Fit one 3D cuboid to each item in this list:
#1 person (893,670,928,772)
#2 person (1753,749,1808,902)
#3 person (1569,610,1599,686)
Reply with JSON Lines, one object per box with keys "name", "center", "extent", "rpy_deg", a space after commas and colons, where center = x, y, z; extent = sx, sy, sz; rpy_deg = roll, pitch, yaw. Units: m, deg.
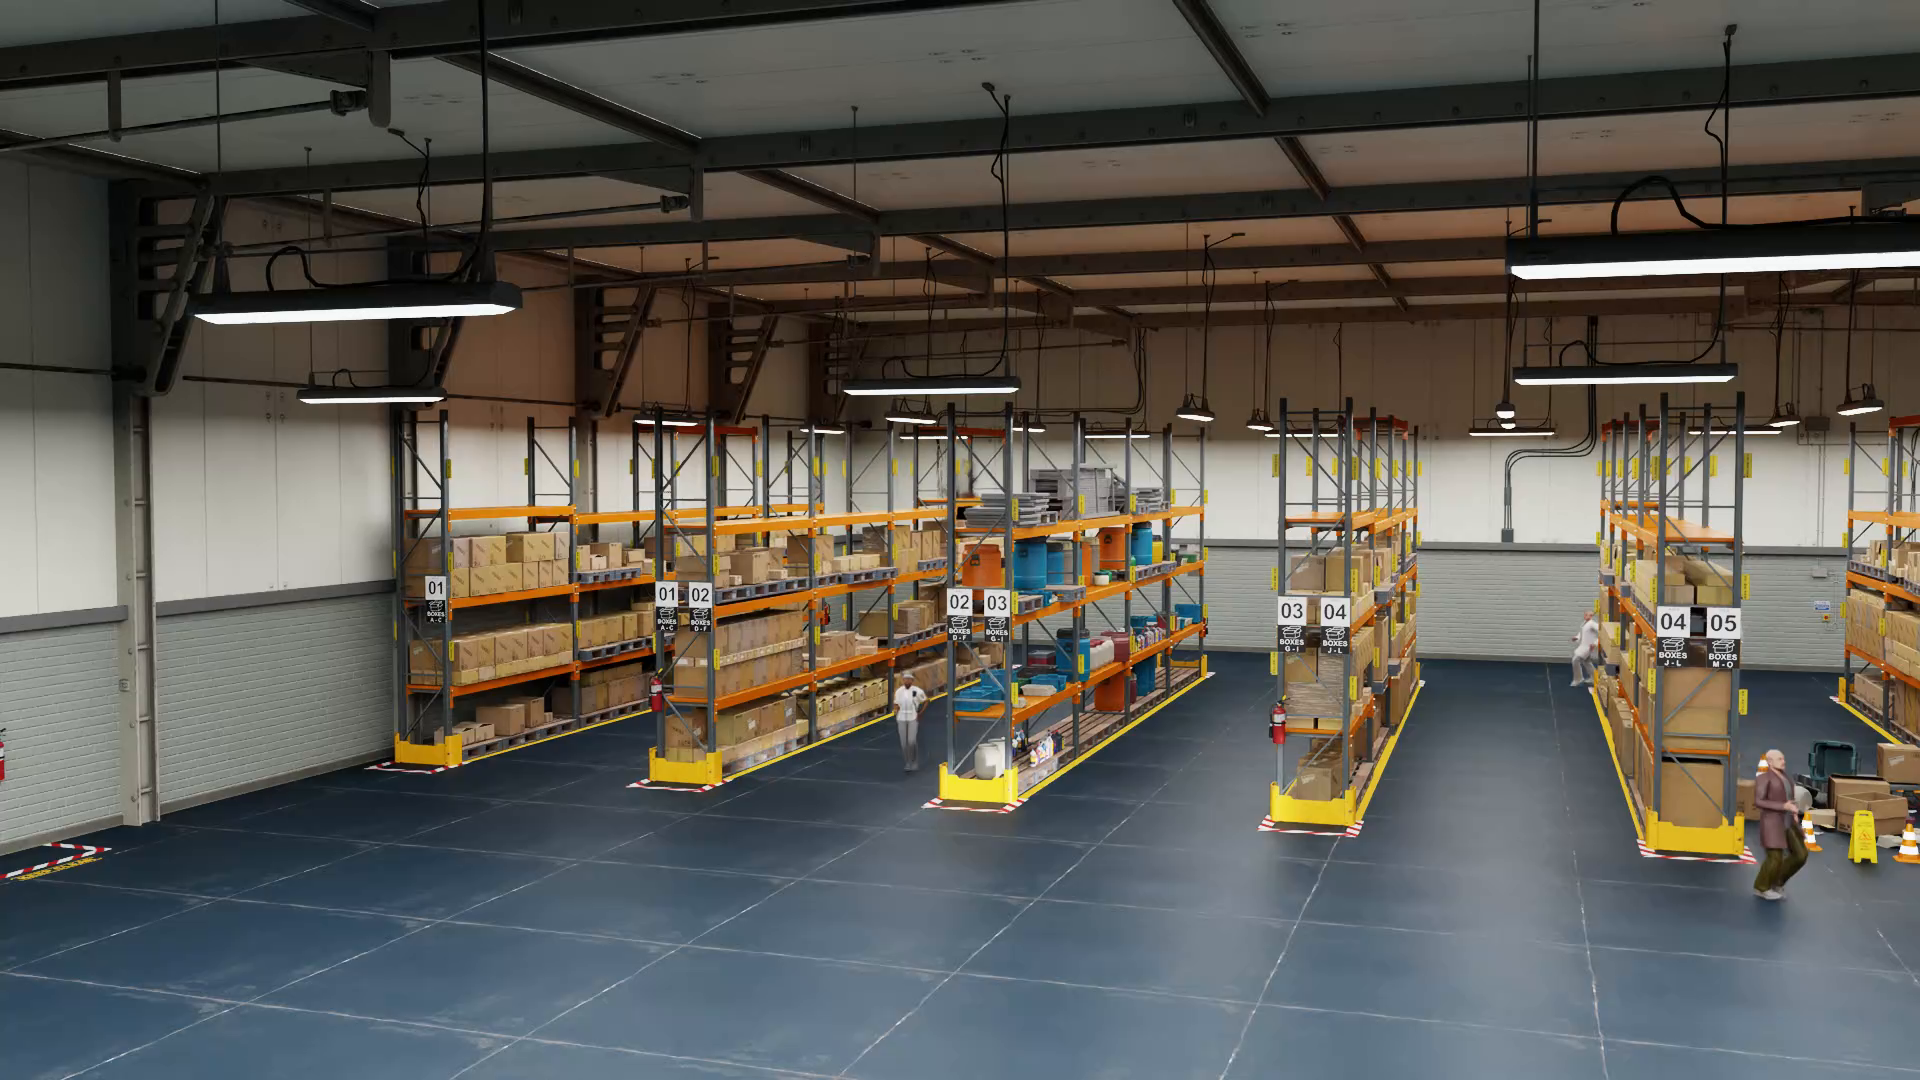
{"name": "person", "center": [-0.851, 2.990, 27.394], "extent": [0.561, 1.676, 0.599], "rpy_deg": [1, 2, 12]}
{"name": "person", "center": [9.462, 3.303, 19.132], "extent": [0.693, 1.769, 0.681], "rpy_deg": [-1, 3, -26]}
{"name": "person", "center": [14.411, 2.503, 38.181], "extent": [0.725, 1.805, 0.770], "rpy_deg": [0, 2, 3]}
